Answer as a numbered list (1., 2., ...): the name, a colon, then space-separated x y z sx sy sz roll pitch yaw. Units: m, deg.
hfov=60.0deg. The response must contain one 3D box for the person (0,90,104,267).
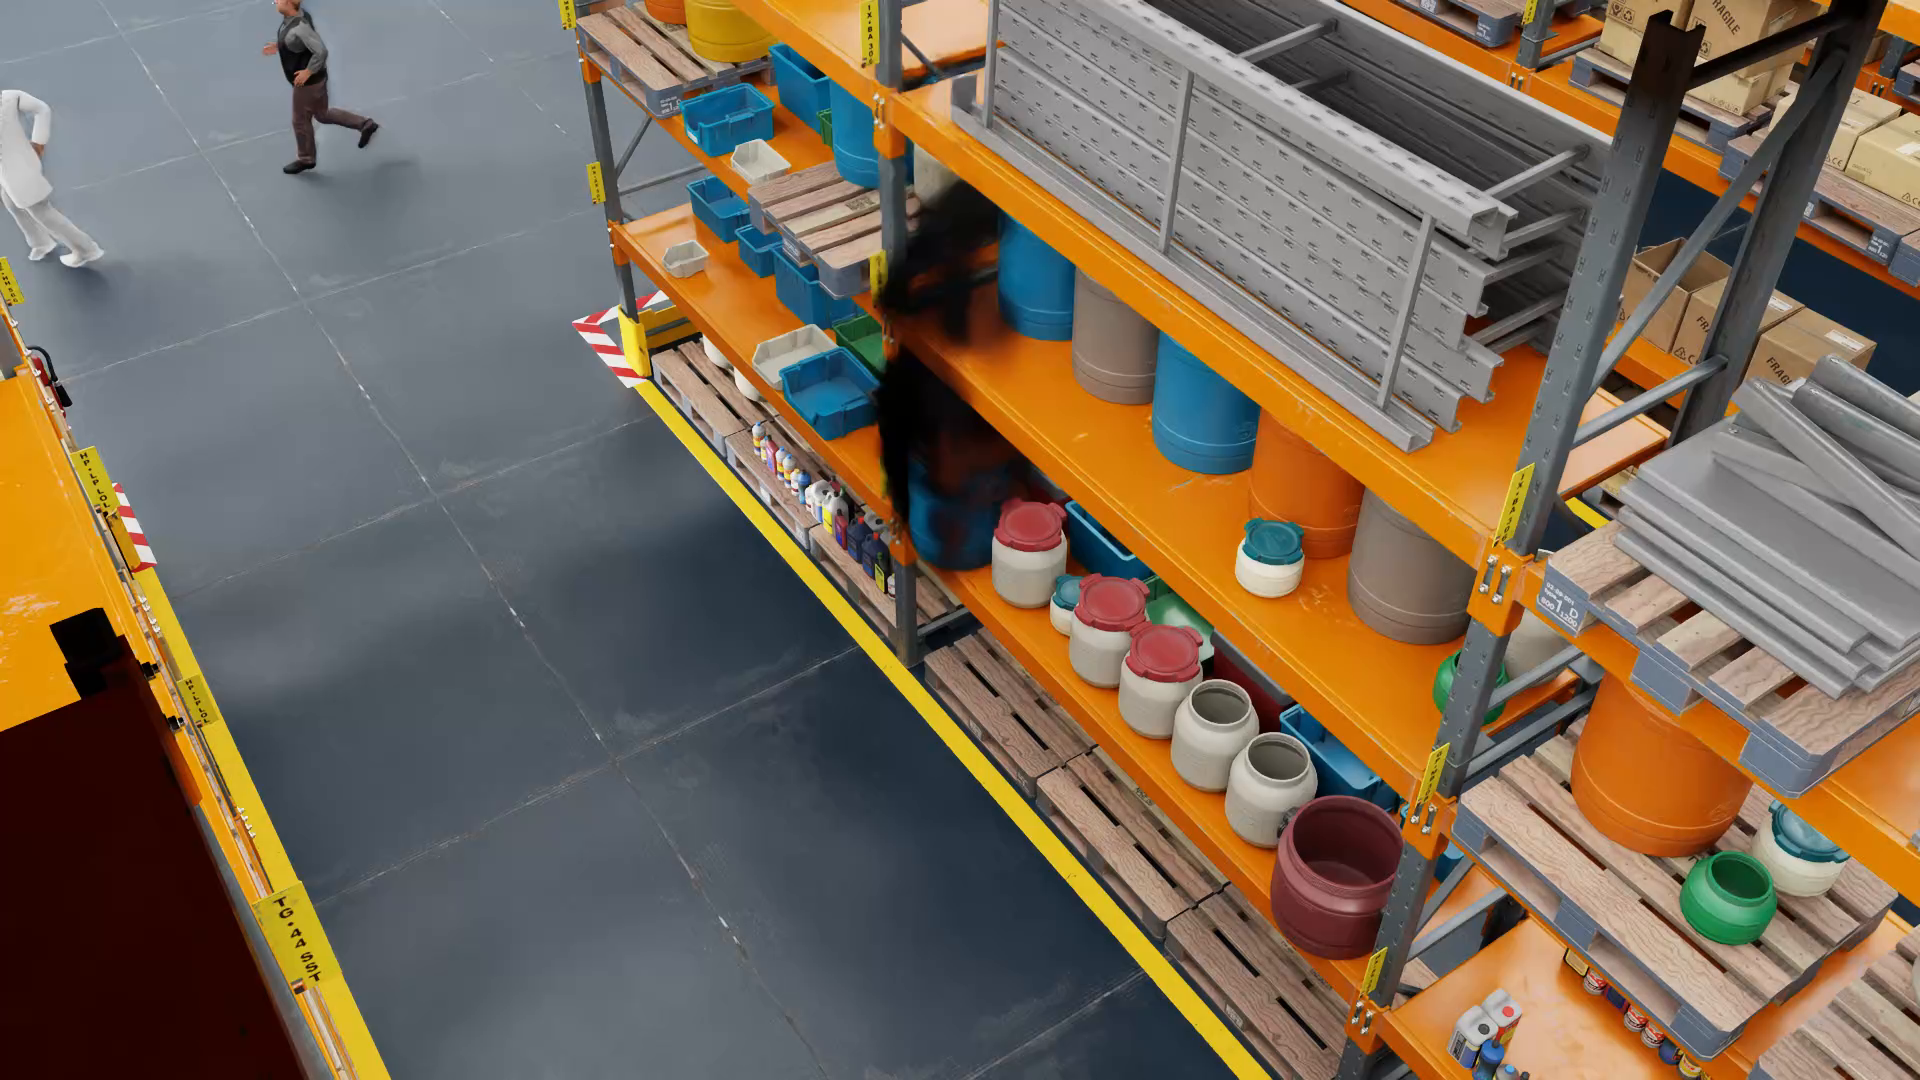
1. person: -7.752 -3.010 13.730 0.859 1.839 0.685 -1 43 -1

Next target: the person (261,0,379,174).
1. person: -5.850 -4.152 14.999 0.936 1.717 0.661 -11 44 -11
